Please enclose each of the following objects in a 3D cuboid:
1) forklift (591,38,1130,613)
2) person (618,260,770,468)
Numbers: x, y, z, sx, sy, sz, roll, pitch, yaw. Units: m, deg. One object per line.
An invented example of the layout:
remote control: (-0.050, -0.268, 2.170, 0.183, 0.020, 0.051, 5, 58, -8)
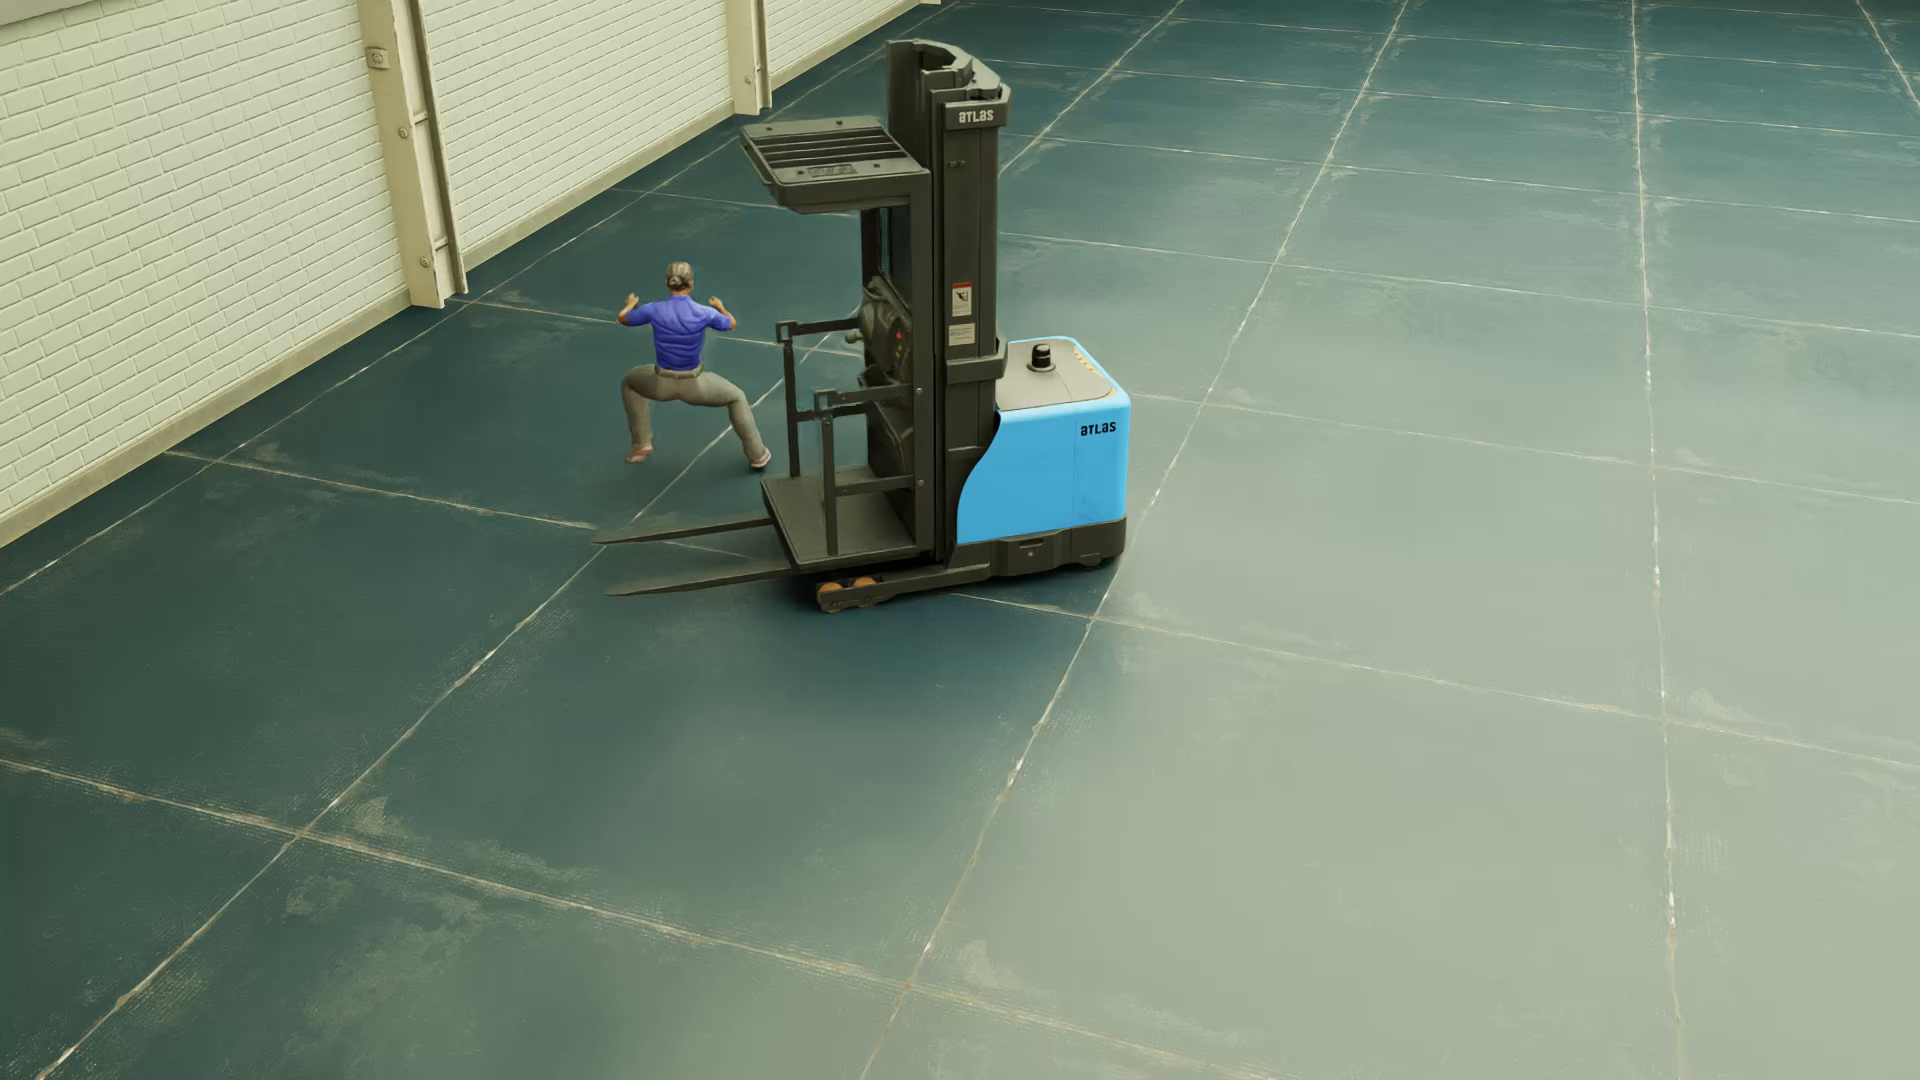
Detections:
forklift: (-0.600, -1.155, 9.163, 3.031, 2.935, 1.130, -9, 31, -15)
person: (-1.733, -1.137, 10.641, 0.942, 1.444, 0.694, 0, 30, 1)
